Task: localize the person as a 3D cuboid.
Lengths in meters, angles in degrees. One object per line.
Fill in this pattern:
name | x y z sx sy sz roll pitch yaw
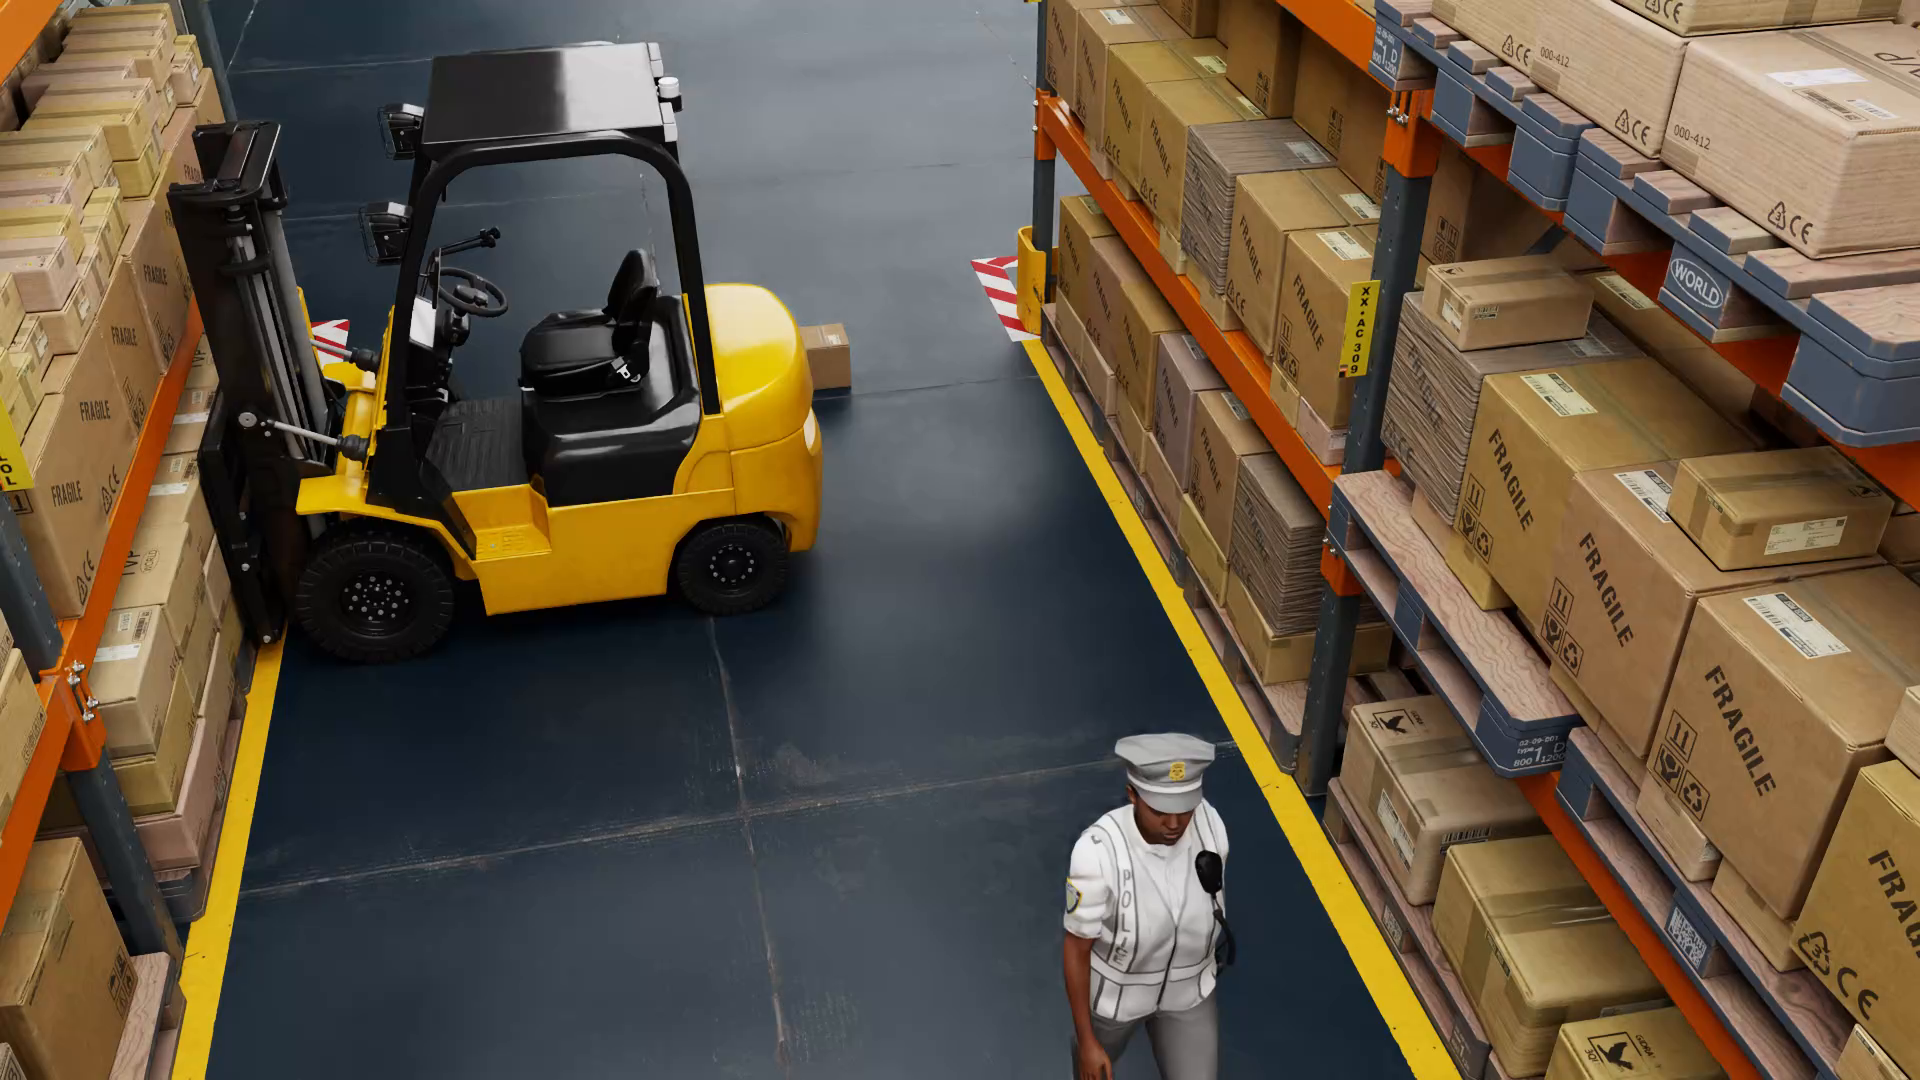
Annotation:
person | 0.504 1.221 4.339 0.484 1.671 0.862 -8 35 -11
